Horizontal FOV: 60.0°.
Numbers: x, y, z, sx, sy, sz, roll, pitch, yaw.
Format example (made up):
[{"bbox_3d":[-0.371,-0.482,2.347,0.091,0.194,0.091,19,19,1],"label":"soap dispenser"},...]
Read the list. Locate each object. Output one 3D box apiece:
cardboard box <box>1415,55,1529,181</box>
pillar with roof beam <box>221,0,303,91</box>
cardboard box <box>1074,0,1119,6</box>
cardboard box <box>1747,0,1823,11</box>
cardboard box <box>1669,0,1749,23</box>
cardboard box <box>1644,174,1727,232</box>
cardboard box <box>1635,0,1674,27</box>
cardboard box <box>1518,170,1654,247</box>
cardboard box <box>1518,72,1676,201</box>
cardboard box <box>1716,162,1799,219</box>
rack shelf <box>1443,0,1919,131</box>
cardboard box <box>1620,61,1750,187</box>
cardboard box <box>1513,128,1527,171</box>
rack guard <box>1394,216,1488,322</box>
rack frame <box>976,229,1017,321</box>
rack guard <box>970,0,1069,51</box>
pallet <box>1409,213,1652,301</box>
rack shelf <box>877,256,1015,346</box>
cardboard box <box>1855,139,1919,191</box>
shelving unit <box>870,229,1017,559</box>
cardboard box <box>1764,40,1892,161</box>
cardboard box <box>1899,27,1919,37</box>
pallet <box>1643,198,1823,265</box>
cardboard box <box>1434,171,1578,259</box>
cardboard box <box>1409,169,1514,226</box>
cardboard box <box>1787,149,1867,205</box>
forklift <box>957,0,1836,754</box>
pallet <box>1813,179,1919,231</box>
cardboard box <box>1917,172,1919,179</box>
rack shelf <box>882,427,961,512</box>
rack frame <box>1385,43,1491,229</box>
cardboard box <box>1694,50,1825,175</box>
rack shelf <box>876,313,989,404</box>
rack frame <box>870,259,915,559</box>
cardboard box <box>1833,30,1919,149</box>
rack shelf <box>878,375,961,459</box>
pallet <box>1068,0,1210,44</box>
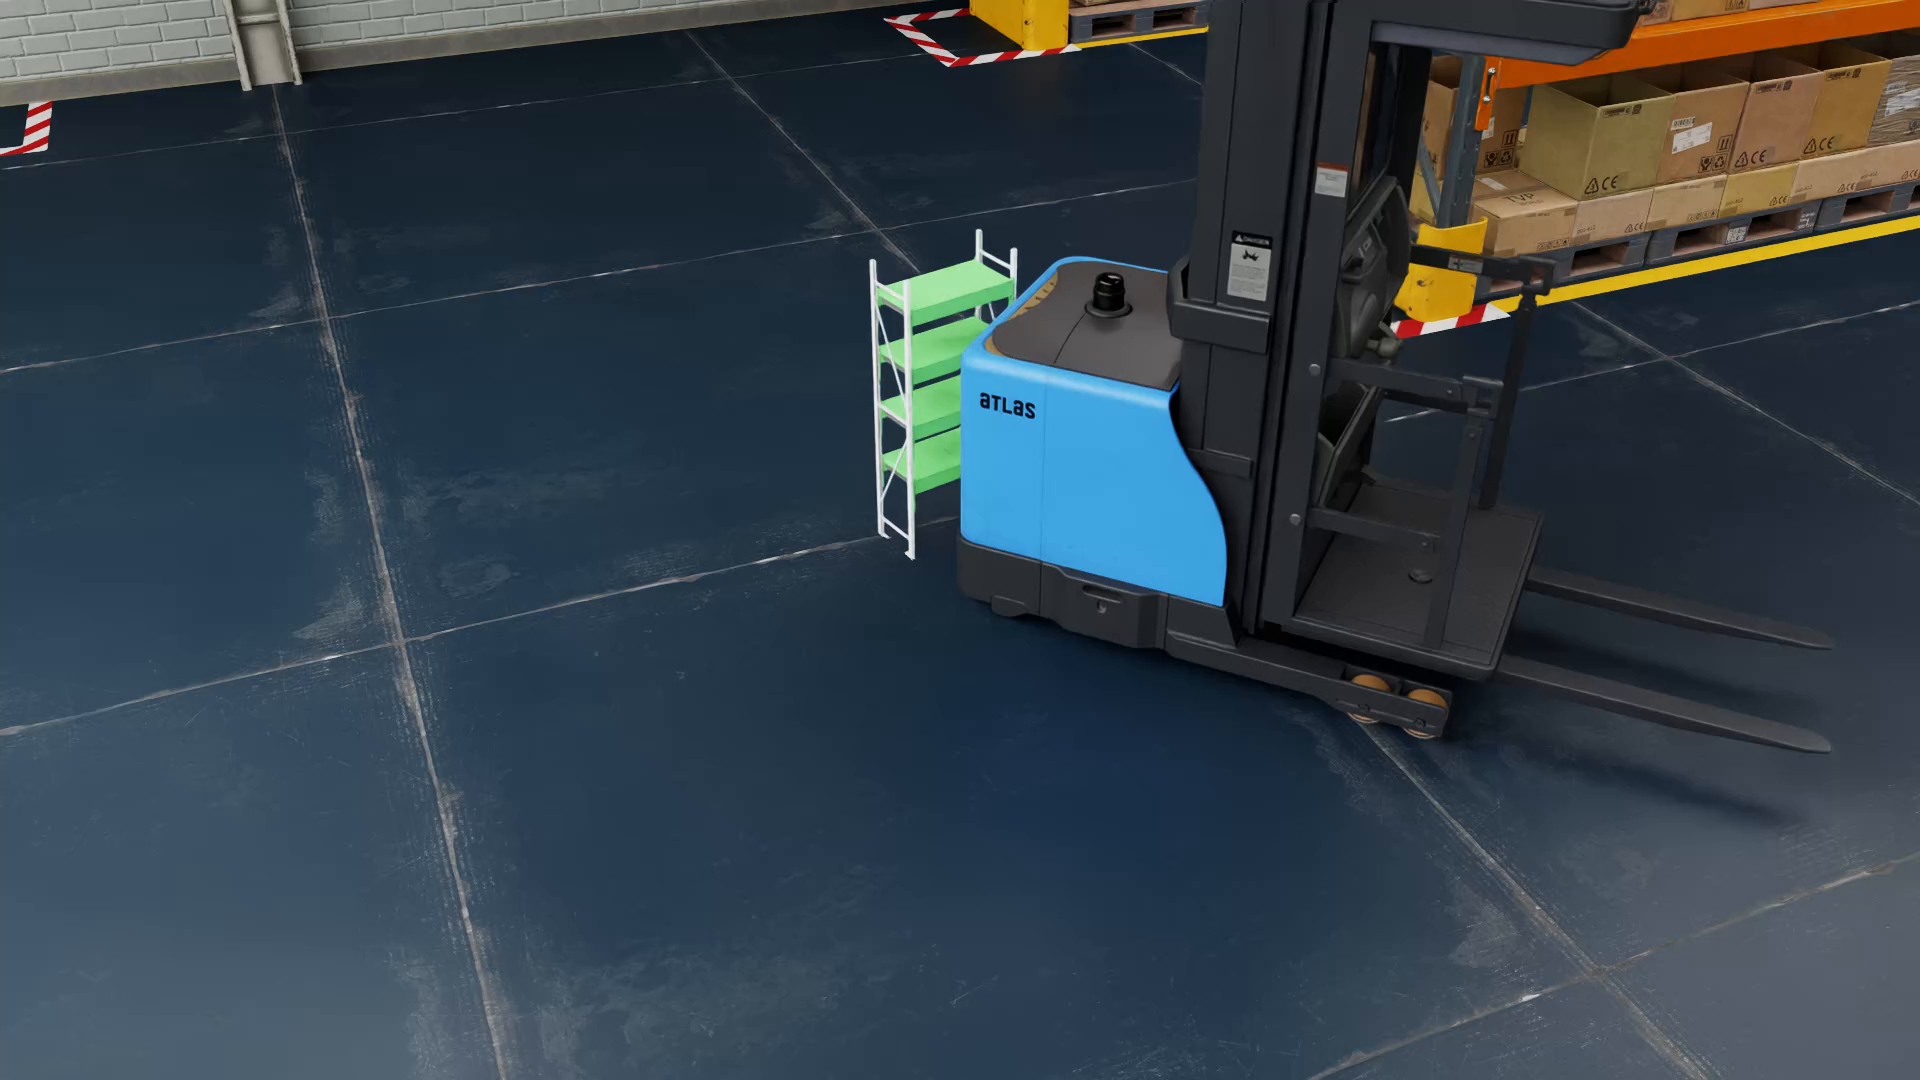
[{"bbox_3d":[2.670,-2.288,8.965,0.500,0.500,0.500,-13,35,-19],"label":"cardboard box"},{"bbox_3d":[-3.185,-4.844,5.943,0.400,9.000,9.100,-13,35,-19],"label":"pillar with roof beam"},{"bbox_3d":[1.043,-4.336,12.726,0.500,0.311,0.500,-17,37,-24],"label":"cardboard box"},{"bbox_3d":[4.153,-3.150,8.749,0.500,0.500,0.700,-12,35,-18],"label":"cardboard box"},{"bbox_3d":[3.669,-3.037,8.575,0.500,0.500,0.700,-13,35,-19],"label":"cardboard box"},{"bbox_3d":[3.792,-1.925,9.095,0.500,0.250,0.500,-13,35,-19],"label":"cardboard box"},{"bbox_3d":[3.209,-2.935,8.419,0.500,0.500,0.700,-12,35,-18],"label":"cardboard box"},{"bbox_3d":[3.331,-1.820,8.933,0.500,0.250,0.500,-13,35,-19],"label":"cardboard box"},{"bbox_3d":[3.332,-2.133,8.727,0.500,0.500,0.500,-13,35,-19],"label":"cardboard box"},{"bbox_3d":[4.255,-2.028,9.253,0.500,0.250,0.500,-13,35,-19],"label":"cardboard box"},{"bbox_3d":[4.135,-2.808,8.975,4.000,0.370,1.077,-13,35,-19],"label":"rack shelf"},{"bbox_3d":[3.788,-2.245,8.899,0.500,0.500,0.500,-13,35,-19],"label":"cardboard box"},{"bbox_3d":[3.127,-2.084,9.339,0.500,0.250,0.500,-13,35,-19],"label":"cardboard box"},{"bbox_3d":[2.269,-1.635,8.804,0.348,0.500,1.175,-13,35,-19],"label":"rack guard"},{"bbox_3d":[0.138,-0.636,6.628,0.015,1.200,0.240,-22,39,-30],"label":"rack frame"},{"bbox_3d":[0.440,-4.146,12.664,0.348,0.500,1.175,-13,35,-19],"label":"rack guard"},{"bbox_3d":[2.980,-1.701,9.171,1.213,0.211,1.003,-13,35,-19],"label":"pallet"},{"bbox_3d":[-0.059,-0.907,6.280,0.480,0.148,0.258,-22,39,-30],"label":"rack shelf"},{"bbox_3d":[5.171,-2.247,9.589,0.500,0.250,0.500,-13,35,-19],"label":"cardboard box"},{"bbox_3d":[-0.059,-0.558,6.507,0.503,1.200,0.258,-22,39,-30],"label":"shelving unit"},{"bbox_3d":[4.711,-2.455,9.221,0.500,0.500,0.500,-13,35,-19],"label":"cardboard box"},{"bbox_3d":[5.430,-2.929,9.950,0.500,0.500,0.500,-13,35,-19],"label":"cardboard box"},{"bbox_3d":[4.103,-1.957,9.564,1.213,0.211,1.003,-13,35,-19],"label":"pallet"},{"bbox_3d":[2.872,-1.712,8.768,0.500,0.250,0.500,-13,35,-19],"label":"cardboard box"},{"bbox_3d":[2.671,-1.973,9.168,0.500,0.250,0.500,-13,35,-19],"label":"cardboard box"},{"bbox_3d":[4.716,-2.134,9.416,0.500,0.250,0.500,-13,35,-19],"label":"cardboard box"},{"bbox_3d":[1.546,-0.879,5.414,3.031,2.935,1.130,14,36,21],"label":"forklift"},{"bbox_3d":[5.230,-2.216,9.963,1.213,0.211,1.003,-13,35,-19],"label":"pallet"},{"bbox_3d":[5.636,-2.348,9.744,0.500,0.250,0.500,-13,35,-19],"label":"cardboard box"},{"bbox_3d":[-0.059,-0.303,6.673,0.480,0.148,0.258,-22,39,-30],"label":"rack shelf"},{"bbox_3d":[2.291,-2.688,8.130,0.127,3.000,1.000,-13,35,-19],"label":"rack frame"},{"bbox_3d":[4.256,-2.342,9.048,0.500,0.500,0.500,-13,35,-19],"label":"cardboard box"},{"bbox_3d":[-0.059,-0.706,6.411,0.480,0.148,0.258,-22,39,-30],"label":"rack shelf"},{"bbox_3d":[-0.256,-0.480,6.387,0.015,1.200,0.240,-22,39,-30],"label":"rack frame"},{"bbox_3d":[5.171,-2.562,9.386,0.500,0.500,0.500,-13,35,-19],"label":"cardboard box"},{"bbox_3d":[-0.059,-0.504,6.542,0.480,0.148,0.258,-22,39,-30],"label":"rack shelf"},{"bbox_3d":[1.203,-4.179,12.979,1.213,0.211,1.003,-13,35,-19],"label":"pallet"}]
